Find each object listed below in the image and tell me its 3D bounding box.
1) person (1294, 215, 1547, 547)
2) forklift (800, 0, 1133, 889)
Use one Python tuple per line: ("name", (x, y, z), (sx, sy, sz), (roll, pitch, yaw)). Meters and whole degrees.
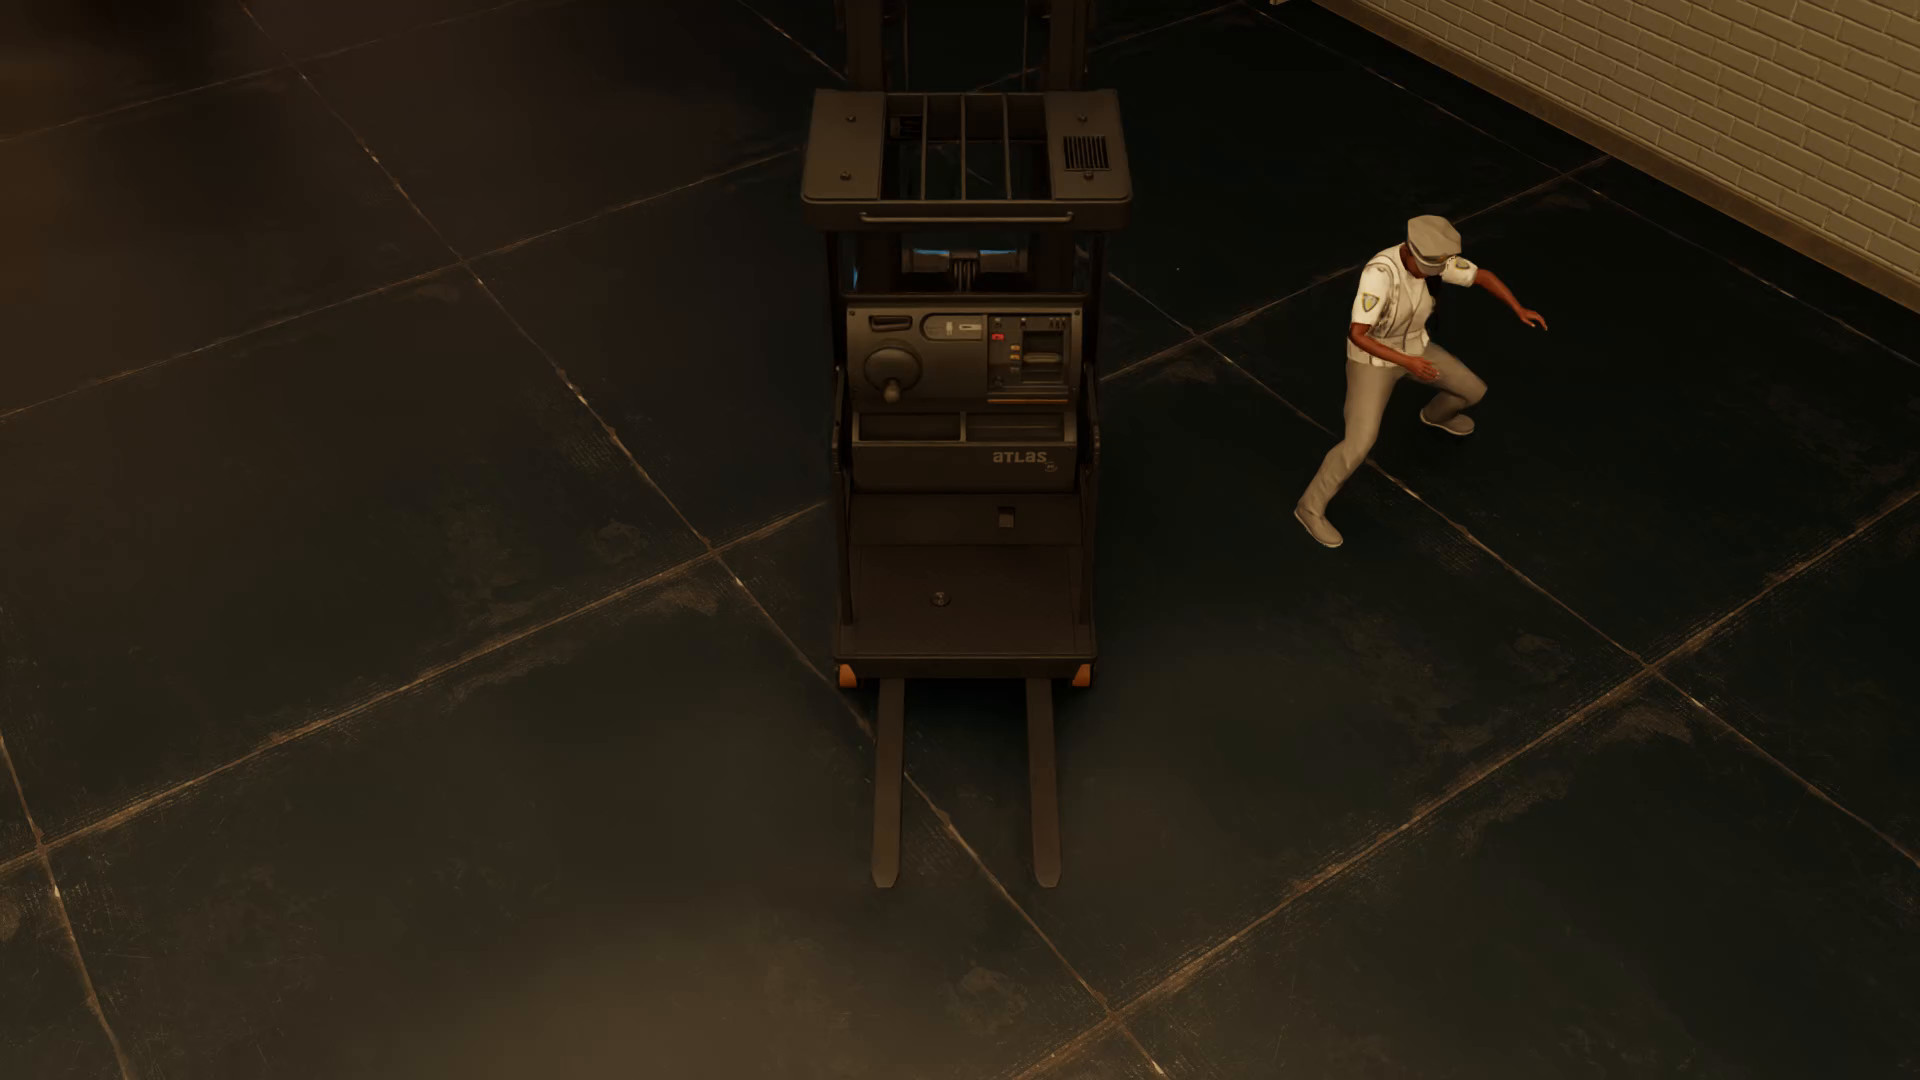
("person", (2.122, -0.817, 7.714), (1.176, 1.460, 0.649), (-17, 45, -17))
("forklift", (0.021, -0.654, 6.425), (1.130, 2.935, 3.031), (0, 43, 0))
